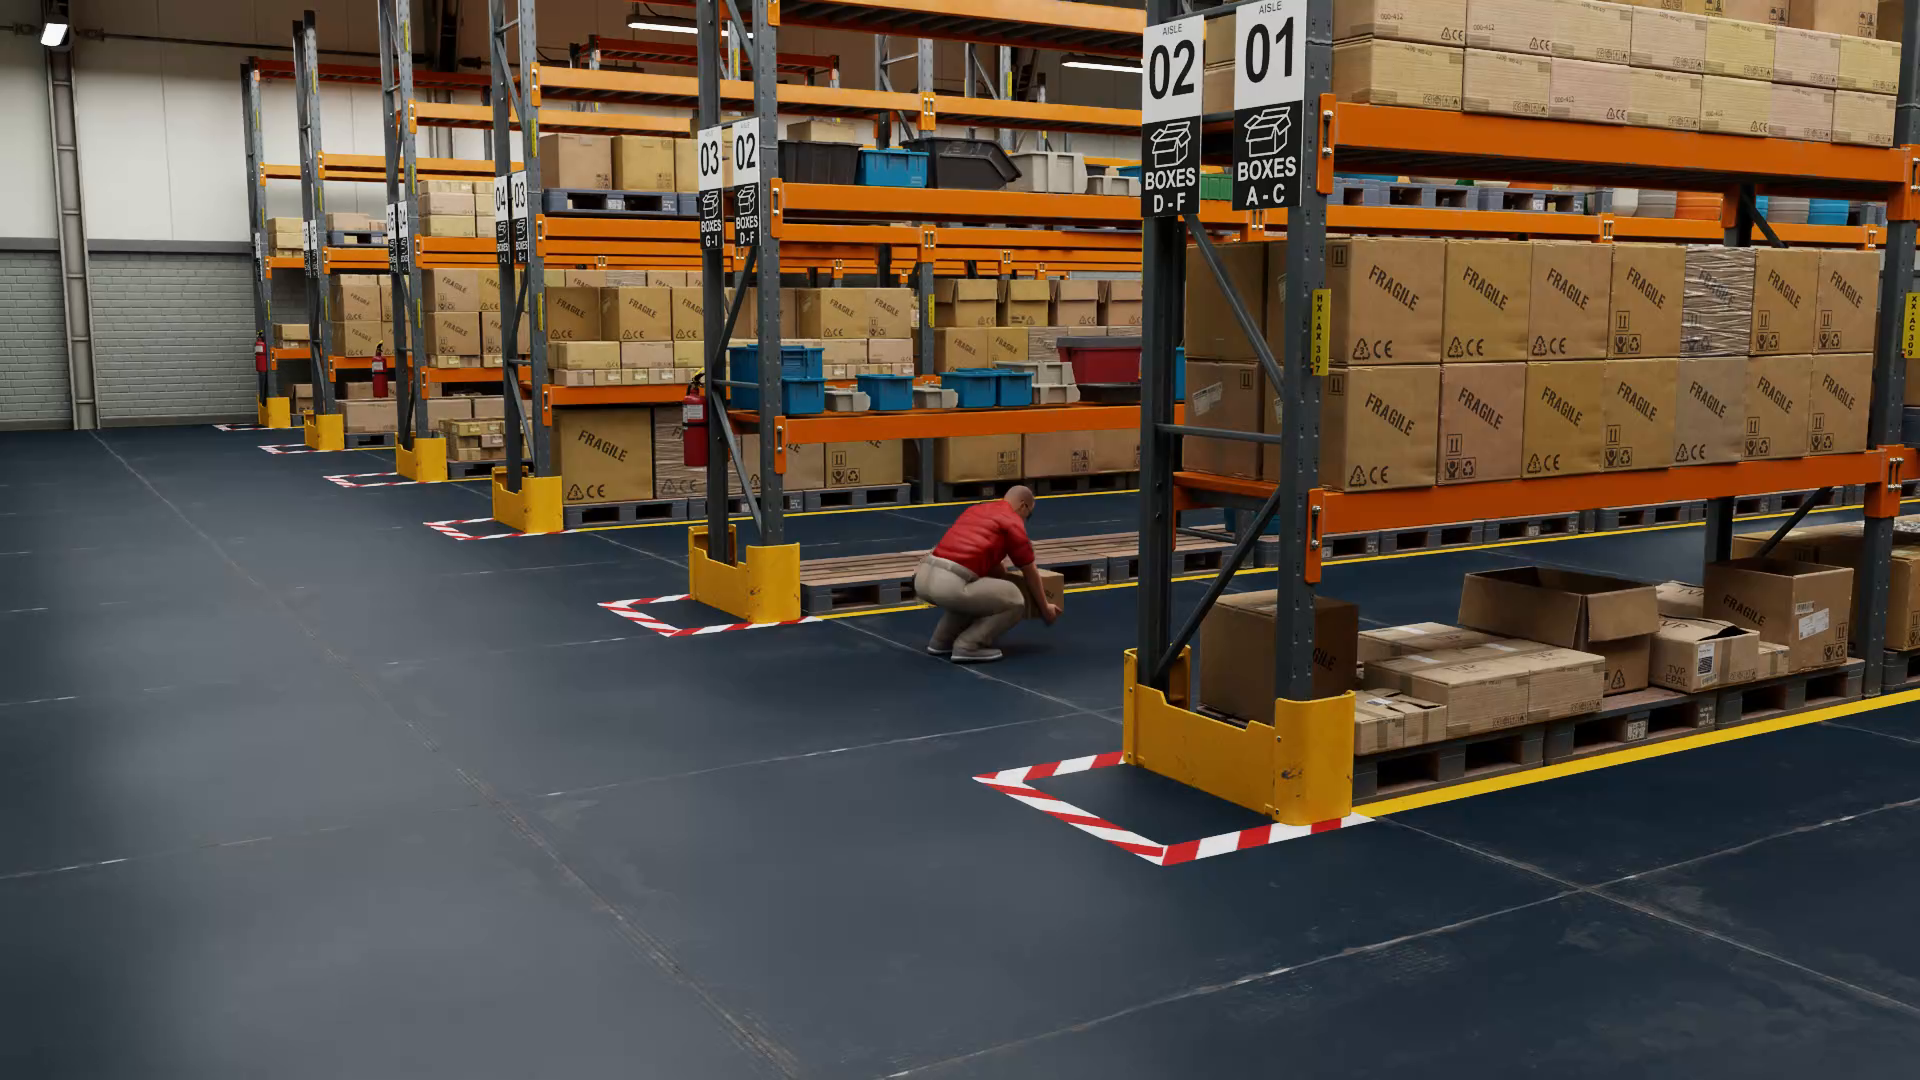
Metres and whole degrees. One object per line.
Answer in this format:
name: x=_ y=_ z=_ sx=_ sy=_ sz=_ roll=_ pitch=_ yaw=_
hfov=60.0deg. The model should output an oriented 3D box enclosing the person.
person: x=0.153 y=0.194 z=9.750 sx=0.886 sy=0.976 sz=0.539 roll=-5 pitch=10 yaw=-32
